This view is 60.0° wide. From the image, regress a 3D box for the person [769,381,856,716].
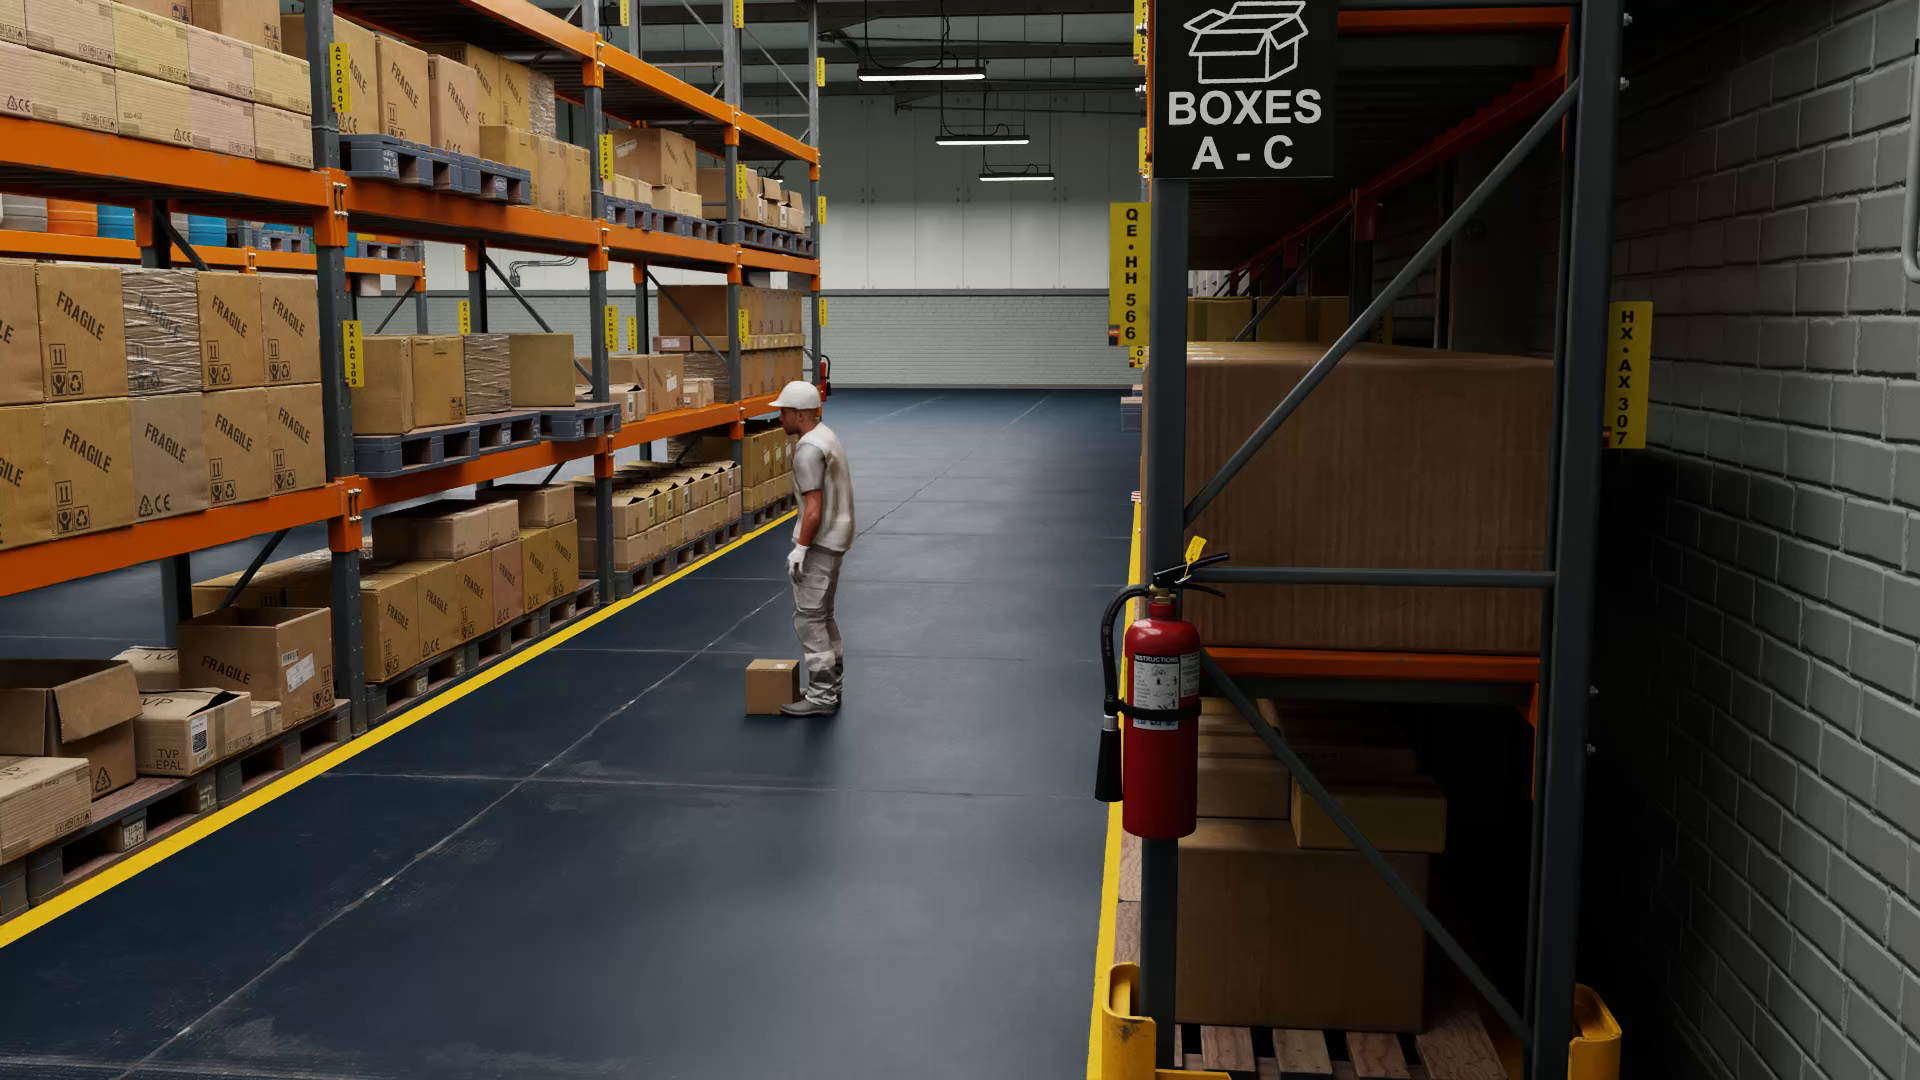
[{"bbox_3d":[-0.788,0.041,8.915,0.449,1.780,0.607,1,8,6],"label":"person"}]
